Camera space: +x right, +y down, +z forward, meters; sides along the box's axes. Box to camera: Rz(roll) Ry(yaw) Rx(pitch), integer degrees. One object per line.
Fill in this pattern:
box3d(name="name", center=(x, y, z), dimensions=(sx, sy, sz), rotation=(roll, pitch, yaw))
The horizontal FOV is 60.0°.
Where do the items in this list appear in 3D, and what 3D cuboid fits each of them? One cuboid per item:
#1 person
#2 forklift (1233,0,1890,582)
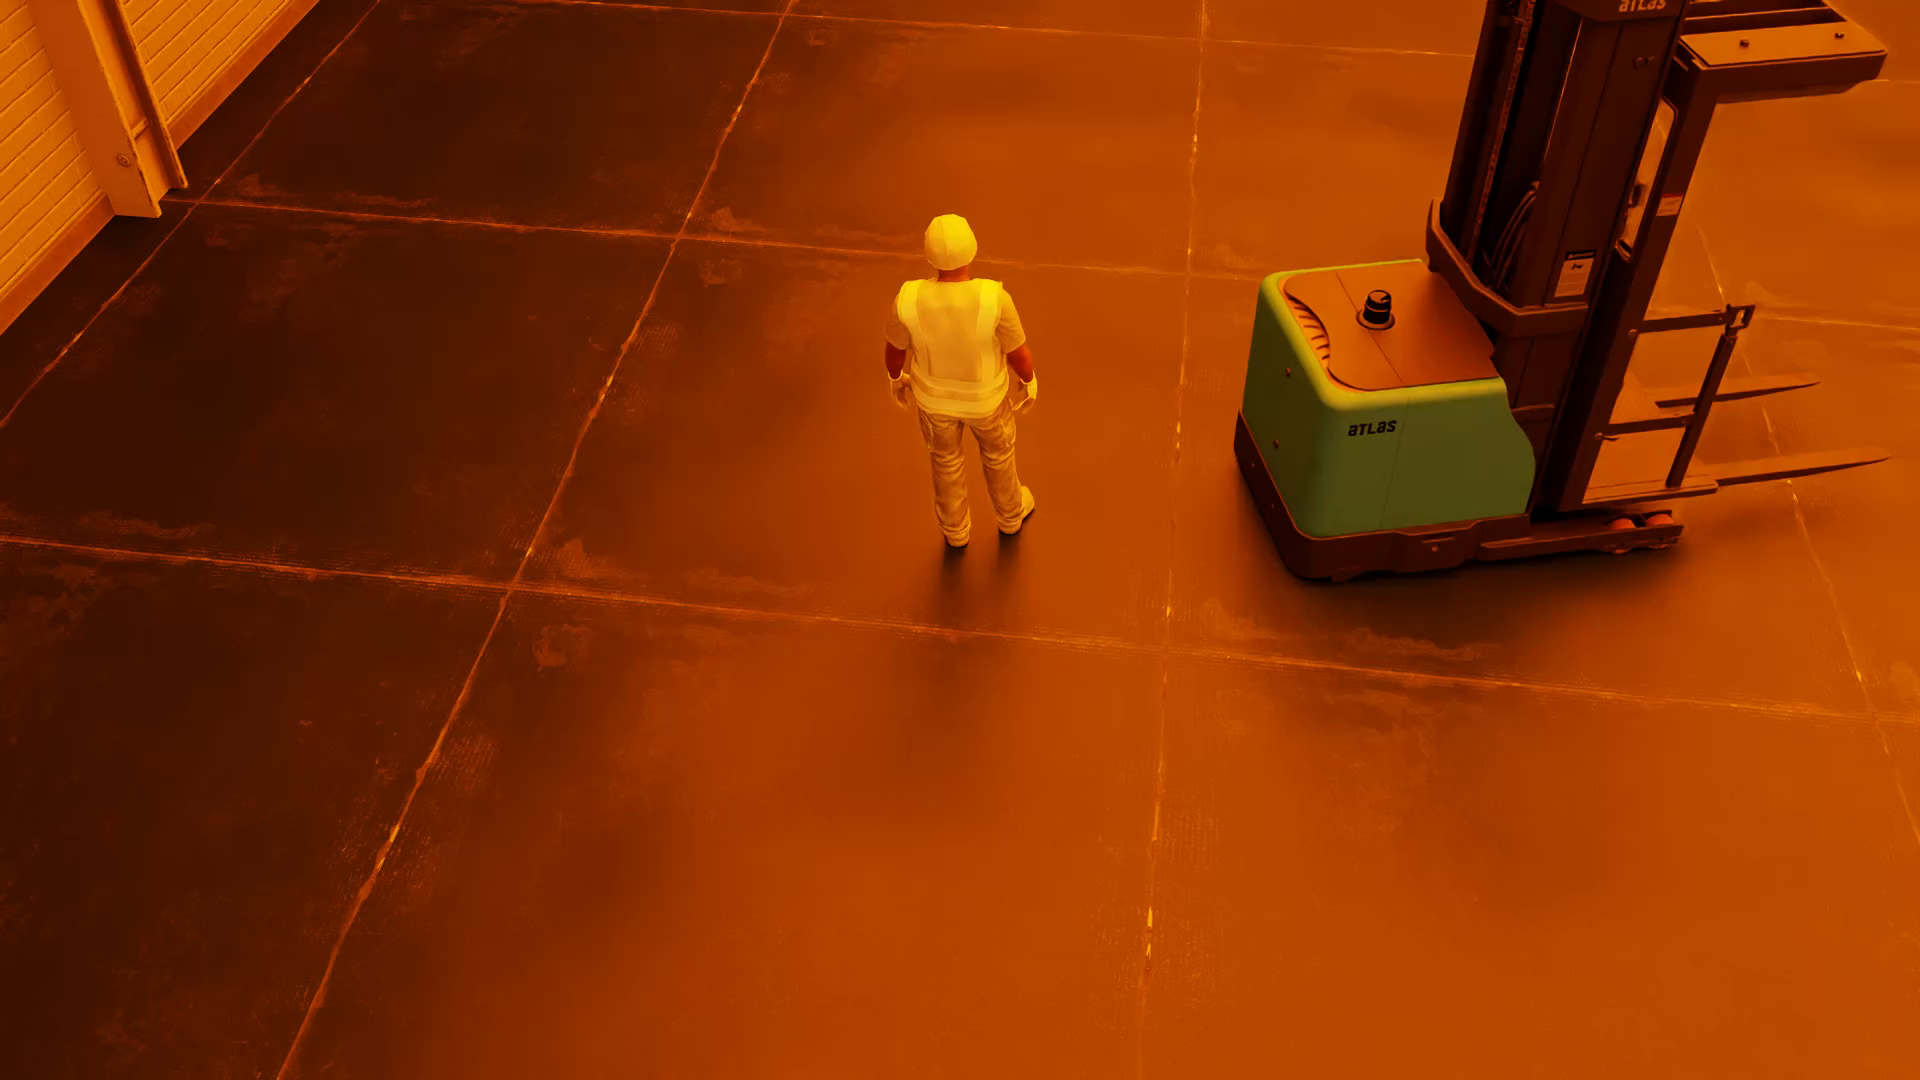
box3d(name="person", center=(0.017, -0.710, 7.335), dimensions=(0.656, 1.784, 0.575), rotation=(5, 43, 6))
box3d(name="forklift", center=(2.927, -1.365, 7.210), dimensions=(3.031, 2.935, 1.130), rotation=(-7, 43, -7))
